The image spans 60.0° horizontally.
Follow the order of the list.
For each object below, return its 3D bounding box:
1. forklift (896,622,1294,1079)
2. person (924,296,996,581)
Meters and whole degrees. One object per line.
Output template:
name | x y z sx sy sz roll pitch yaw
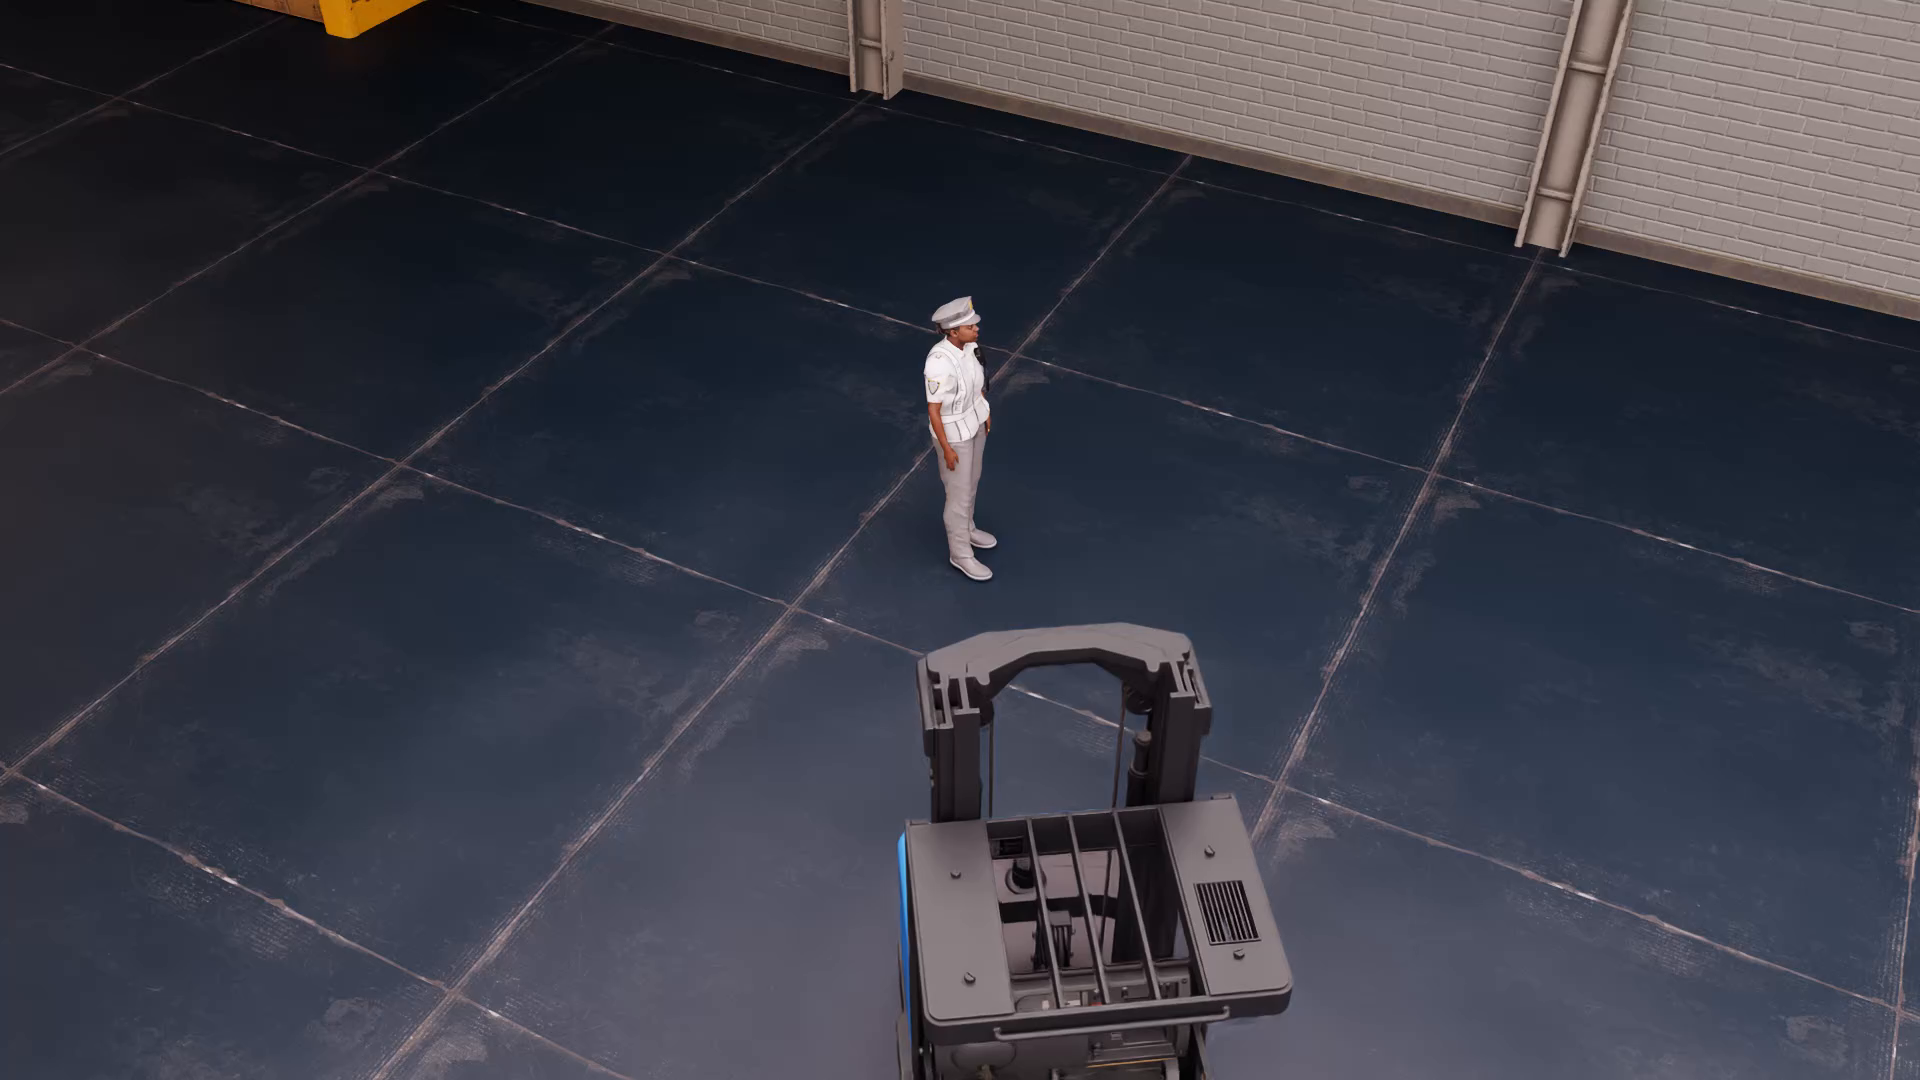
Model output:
forklift | 0.392 1.841 5.801 1.130 2.935 3.031 -4 40 -5
person | 0.058 -0.620 9.671 0.528 1.695 0.569 18 43 21
